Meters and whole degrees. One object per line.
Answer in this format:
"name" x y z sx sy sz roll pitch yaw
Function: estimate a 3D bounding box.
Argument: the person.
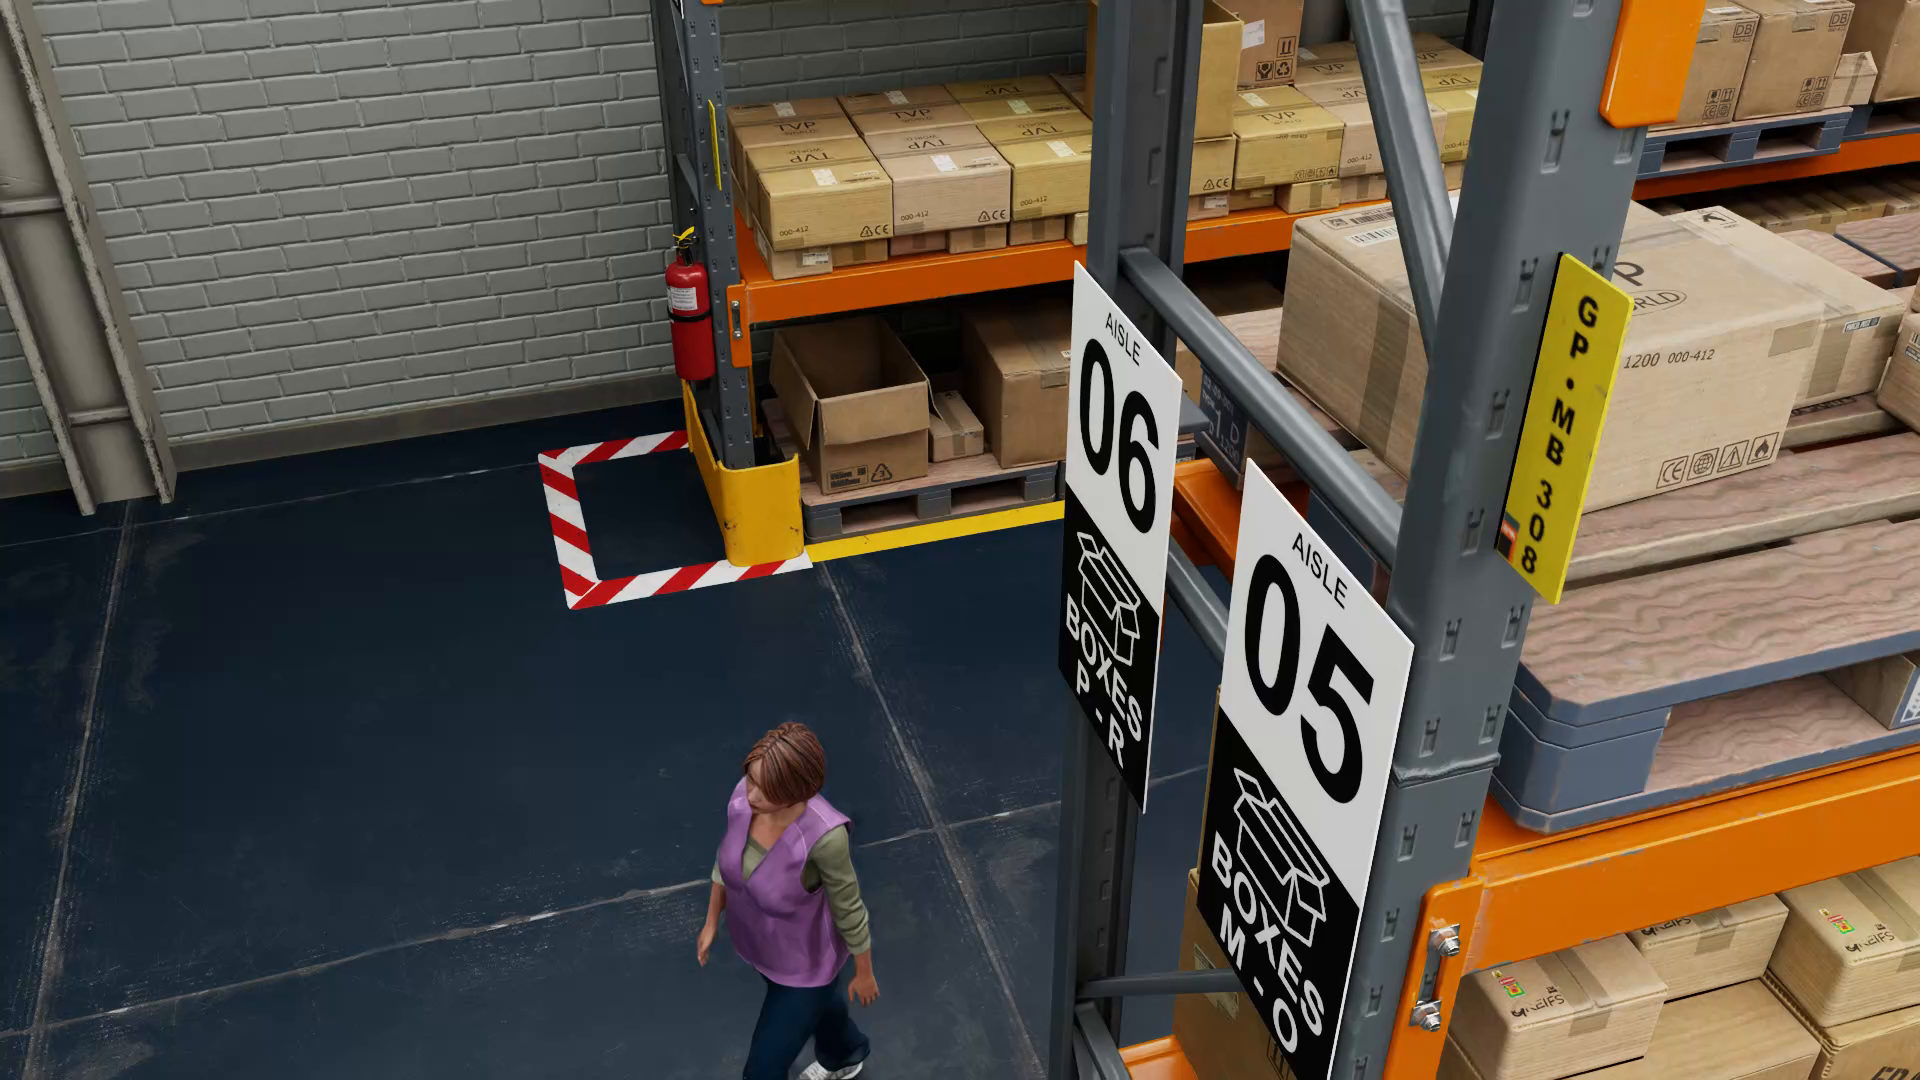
"person" -0.476 1.137 4.512 0.630 1.634 0.466 -29 44 -35
